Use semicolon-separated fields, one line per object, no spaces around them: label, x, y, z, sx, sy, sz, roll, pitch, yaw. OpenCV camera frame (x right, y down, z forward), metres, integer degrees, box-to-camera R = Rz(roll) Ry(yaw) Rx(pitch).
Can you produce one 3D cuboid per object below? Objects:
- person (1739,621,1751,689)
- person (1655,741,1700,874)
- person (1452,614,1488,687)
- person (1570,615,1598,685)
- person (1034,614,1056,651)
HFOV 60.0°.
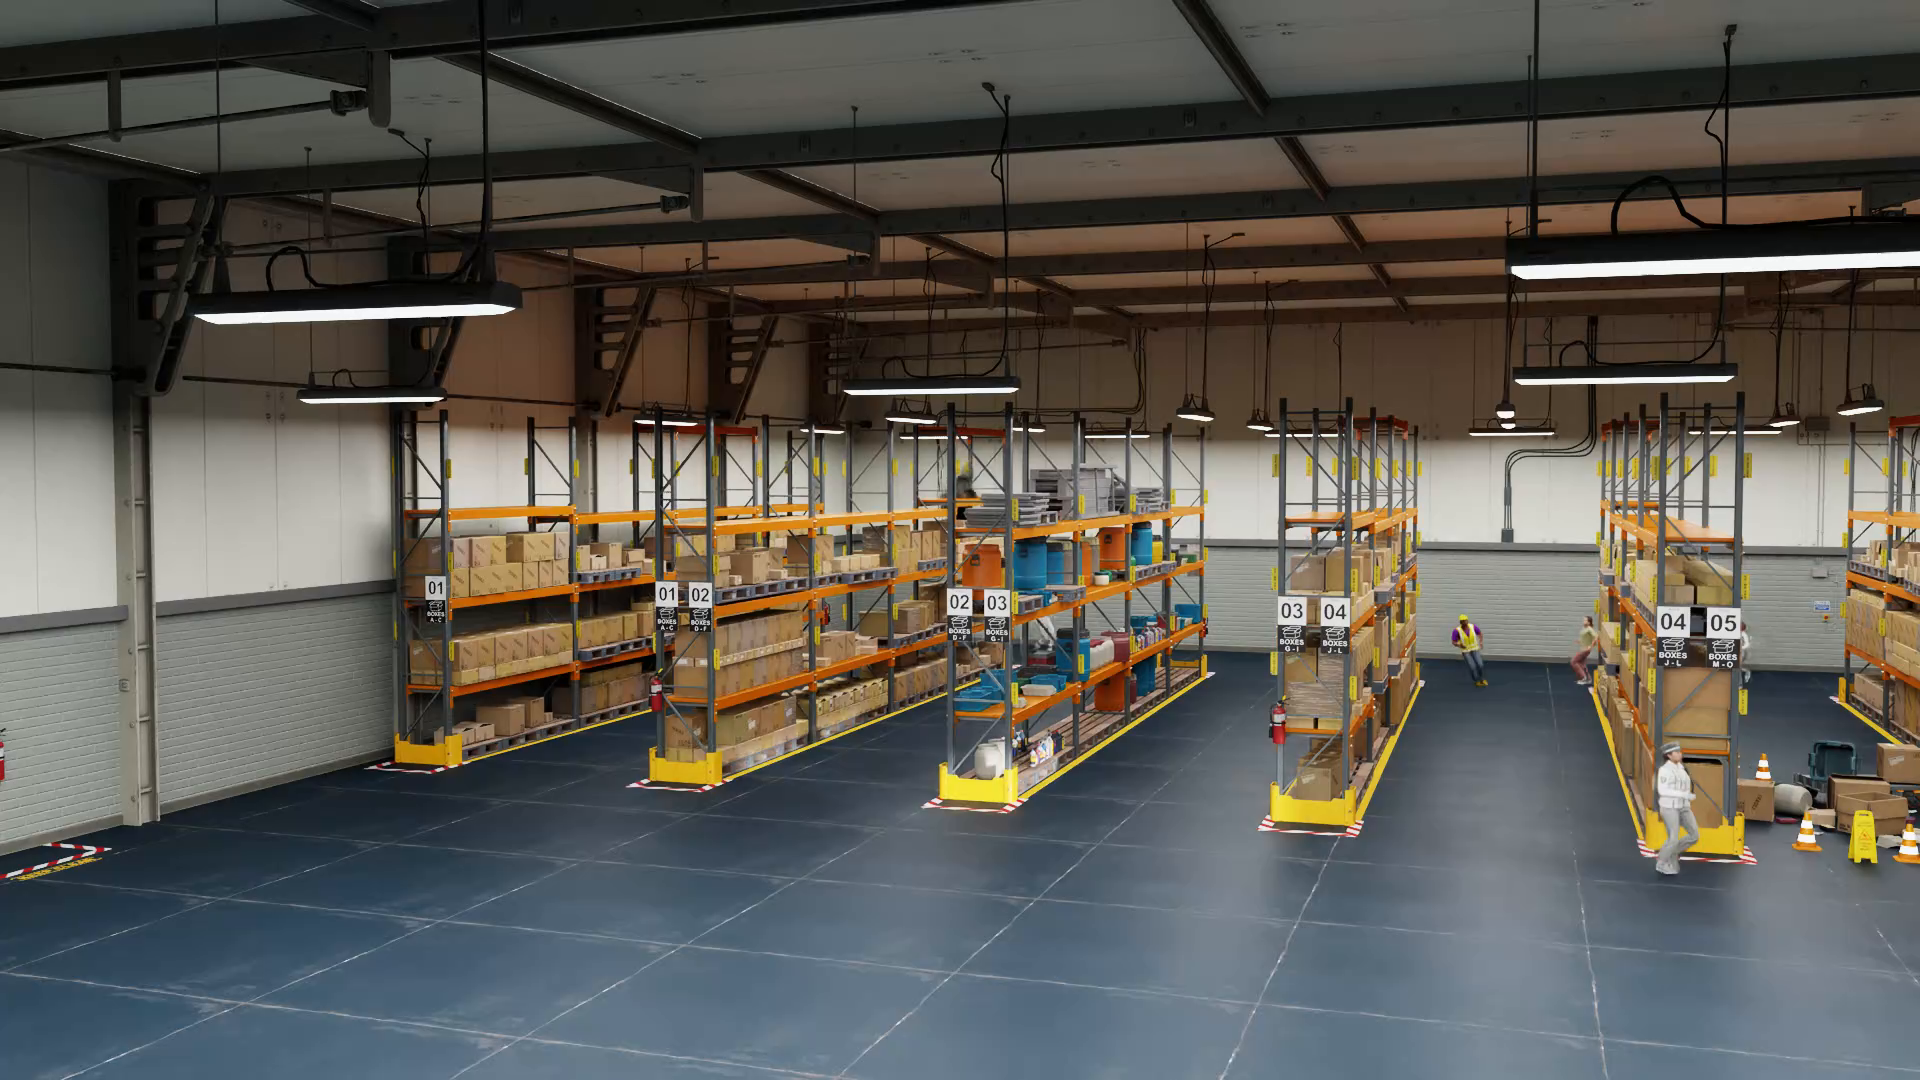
person;17.724;2.616;37.728;0.549;1.557;0.538;0;2;-2
person;8.815;3.282;20.366;0.600;1.658;0.578;-2;3;-33
person;11.683;2.533;37.988;0.863;1.669;0.623;0;2;2
person;14.427;2.560;38.468;0.581;1.651;0.595;1;3;18
person;2.094;2.076;42.137;0.667;1.692;0.552;-2;3;-39
